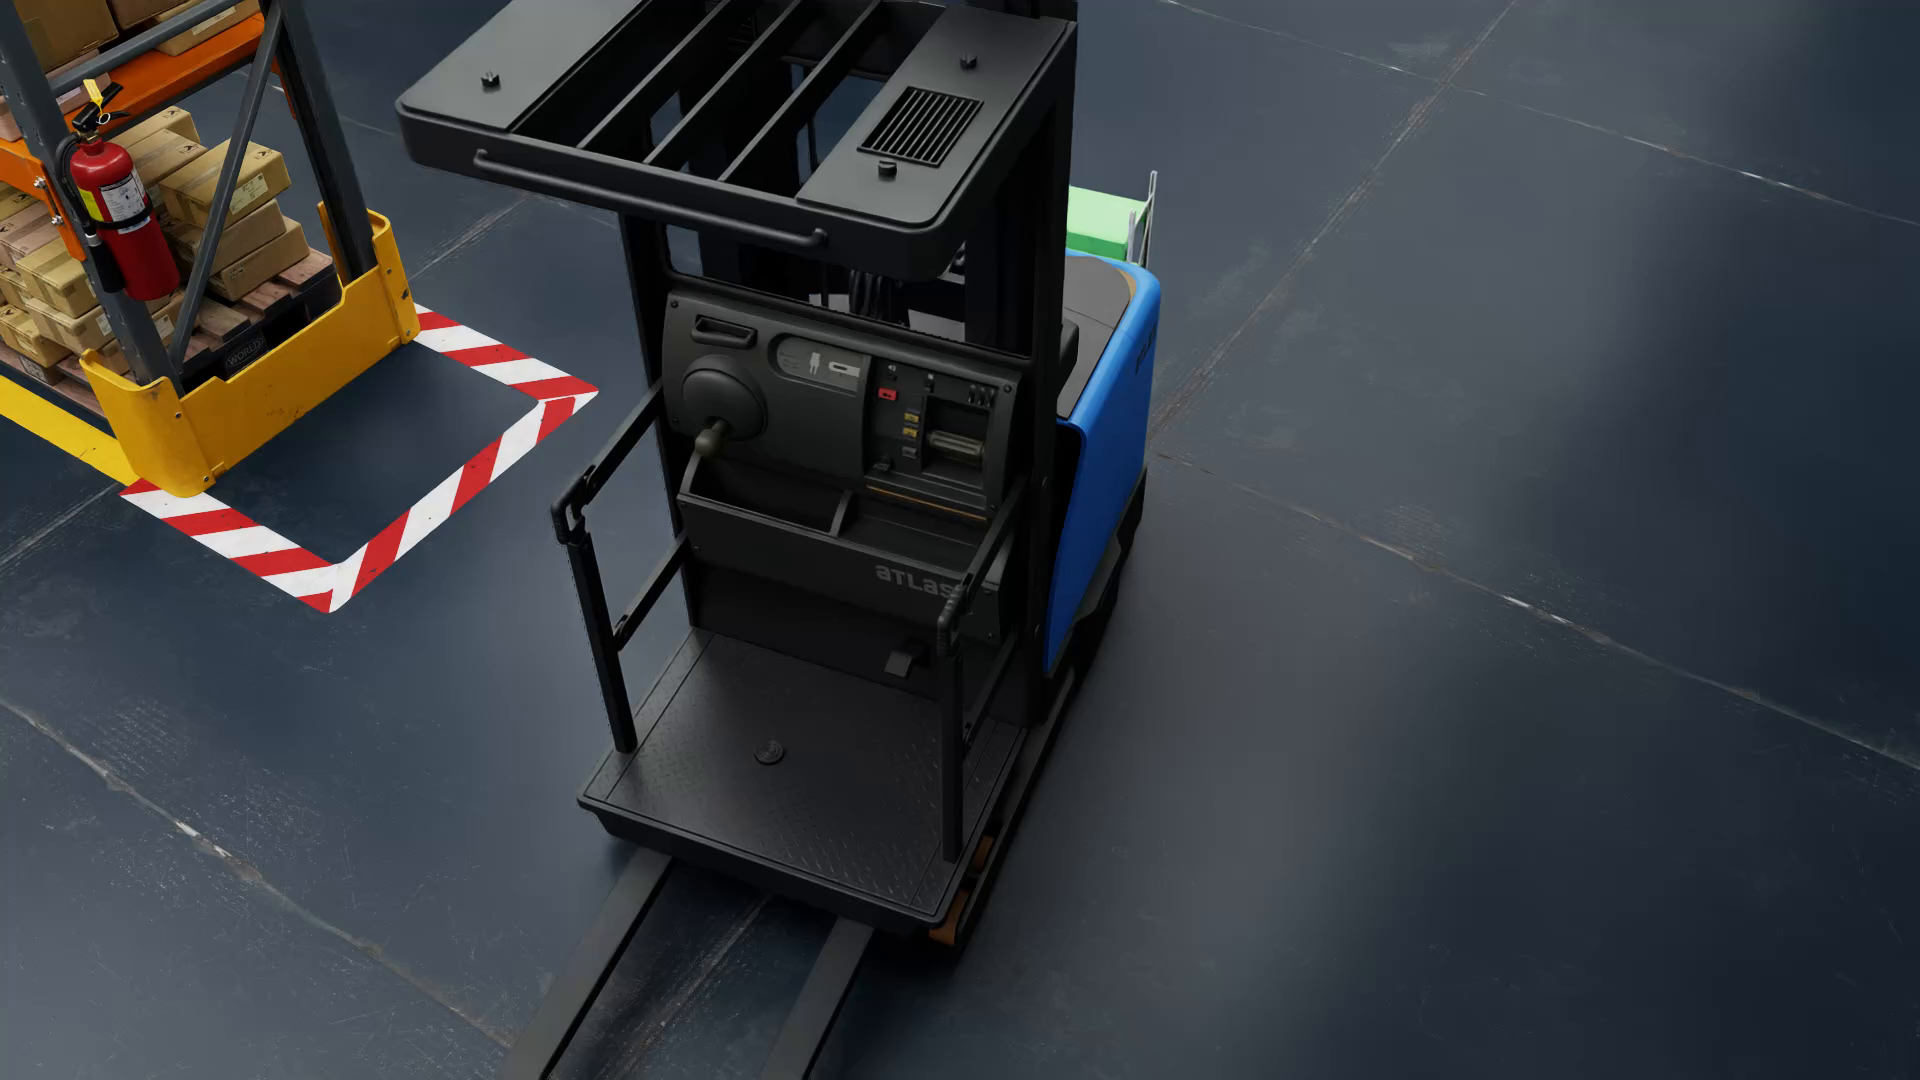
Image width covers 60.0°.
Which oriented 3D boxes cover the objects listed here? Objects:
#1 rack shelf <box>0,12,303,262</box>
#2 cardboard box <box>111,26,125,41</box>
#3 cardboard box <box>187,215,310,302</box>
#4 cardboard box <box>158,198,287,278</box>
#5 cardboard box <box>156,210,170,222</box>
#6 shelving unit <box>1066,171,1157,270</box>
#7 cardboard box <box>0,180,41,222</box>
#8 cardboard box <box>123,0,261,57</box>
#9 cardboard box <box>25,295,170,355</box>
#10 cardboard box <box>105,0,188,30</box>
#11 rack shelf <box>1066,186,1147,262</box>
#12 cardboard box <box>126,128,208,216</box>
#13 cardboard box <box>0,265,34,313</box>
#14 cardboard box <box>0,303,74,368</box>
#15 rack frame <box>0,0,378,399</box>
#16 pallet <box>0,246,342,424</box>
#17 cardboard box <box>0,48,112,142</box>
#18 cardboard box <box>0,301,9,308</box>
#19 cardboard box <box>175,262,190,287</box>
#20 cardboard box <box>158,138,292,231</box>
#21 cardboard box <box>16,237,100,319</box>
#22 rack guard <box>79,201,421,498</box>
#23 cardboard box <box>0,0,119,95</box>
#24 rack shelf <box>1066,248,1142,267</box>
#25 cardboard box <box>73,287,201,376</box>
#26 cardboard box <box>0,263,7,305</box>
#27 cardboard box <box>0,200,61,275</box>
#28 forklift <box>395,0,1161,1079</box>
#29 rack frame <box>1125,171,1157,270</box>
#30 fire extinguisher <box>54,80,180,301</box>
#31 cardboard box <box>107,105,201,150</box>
[{"bbox_3d":[-4.179,-2.089,6.190,4.000,0.370,1.077,25,51,22],"label":"rack shelf"},{"bbox_3d":[-2.827,-1.875,5.656,0.250,0.149,0.380,26,51,23],"label":"cardboard box"},{"bbox_3d":[-2.763,-1.115,6.437,0.250,0.149,0.380,26,51,23],"label":"cardboard box"},{"bbox_3d":[-2.797,-1.180,6.293,0.250,0.149,0.380,27,52,24],"label":"cardboard box"},{"bbox_3d":[-2.998,-1.320,6.429,0.250,0.149,0.380,24,51,22],"label":"cardboard box"},{"bbox_3d":[0.337,-0.716,5.608,0.503,1.200,0.258,16,48,15],"label":"shelving unit"},{"bbox_3d":[-3.545,-1.133,6.040,0.250,0.149,0.380,24,50,21],"label":"cardboard box"},{"bbox_3d":[-2.591,-1.802,5.584,0.250,0.149,0.380,24,51,22],"label":"cardboard box"},{"bbox_3d":[-3.093,-0.854,5.976,0.250,0.149,0.380,23,50,21],"label":"cardboard box"},{"bbox_3d":[-2.724,-2.045,5.368,0.500,0.500,0.500,27,52,24],"label":"cardboard box"},{"bbox_3d":[0.338,-1.008,5.311,0.480,0.148,0.258,16,48,15],"label":"rack shelf"},{"bbox_3d":[-3.050,-1.368,6.268,0.250,0.149,0.380,26,51,23],"label":"cardboard box"},{"bbox_3d":[-3.284,-0.988,6.106,0.250,0.149,0.380,24,50,21],"label":"cardboard box"},{"bbox_3d":[-3.322,-0.835,6.165,0.250,0.149,0.380,26,51,23],"label":"cardboard box"},{"bbox_3d":[-2.495,-1.566,5.180,0.127,3.000,1.000,25,51,22],"label":"rack frame"},{"bbox_3d":[-3.224,-0.959,6.535,1.213,0.211,1.003,25,51,22],"label":"pallet"},{"bbox_3d":[-2.922,-1.434,5.227,0.250,0.149,0.380,25,51,22],"label":"cardboard box"},{"bbox_3d":[-3.498,-0.989,6.315,0.250,0.149,0.380,24,51,22],"label":"cardboard box"},{"bbox_3d":[-3.028,-1.167,6.487,0.250,0.149,0.380,25,51,22],"label":"cardboard box"},{"bbox_3d":[-2.753,-1.334,6.235,0.250,0.149,0.380,23,50,20],"label":"cardboard box"},{"bbox_3d":[-3.077,-0.978,5.889,0.250,0.149,0.380,25,51,23],"label":"cardboard box"},{"bbox_3d":[-2.559,-0.724,6.105,0.348,0.500,1.175,25,51,22],"label":"rack guard"},{"bbox_3d":[-3.012,-1.723,5.056,0.500,0.500,0.500,26,51,23],"label":"cardboard box"},{"bbox_3d":[0.337,-0.839,5.483,0.480,0.148,0.258,16,48,15],"label":"rack shelf"},{"bbox_3d":[-3.051,-0.797,6.128,0.250,0.149,0.380,26,51,23],"label":"cardboard box"},{"bbox_3d":[-3.532,-1.054,6.171,0.250,0.149,0.380,23,50,21],"label":"cardboard box"},{"bbox_3d":[-3.258,-1.110,6.017,0.250,0.149,0.380,26,51,23],"label":"cardboard box"},{"bbox_3d":[-0.383,-0.239,3.939,1.130,2.935,3.031,16,48,15],"label":"forklift"},{"bbox_3d":[0.564,-0.652,5.546,0.015,1.200,0.240,16,48,15],"label":"rack frame"},{"bbox_3d":[-2.532,-1.033,4.976,0.183,0.674,0.296,25,51,22],"label":"fire extinguisher"},{"bbox_3d":[-3.193,-1.543,6.438,0.250,0.149,0.380,25,51,22],"label":"cardboard box"}]
